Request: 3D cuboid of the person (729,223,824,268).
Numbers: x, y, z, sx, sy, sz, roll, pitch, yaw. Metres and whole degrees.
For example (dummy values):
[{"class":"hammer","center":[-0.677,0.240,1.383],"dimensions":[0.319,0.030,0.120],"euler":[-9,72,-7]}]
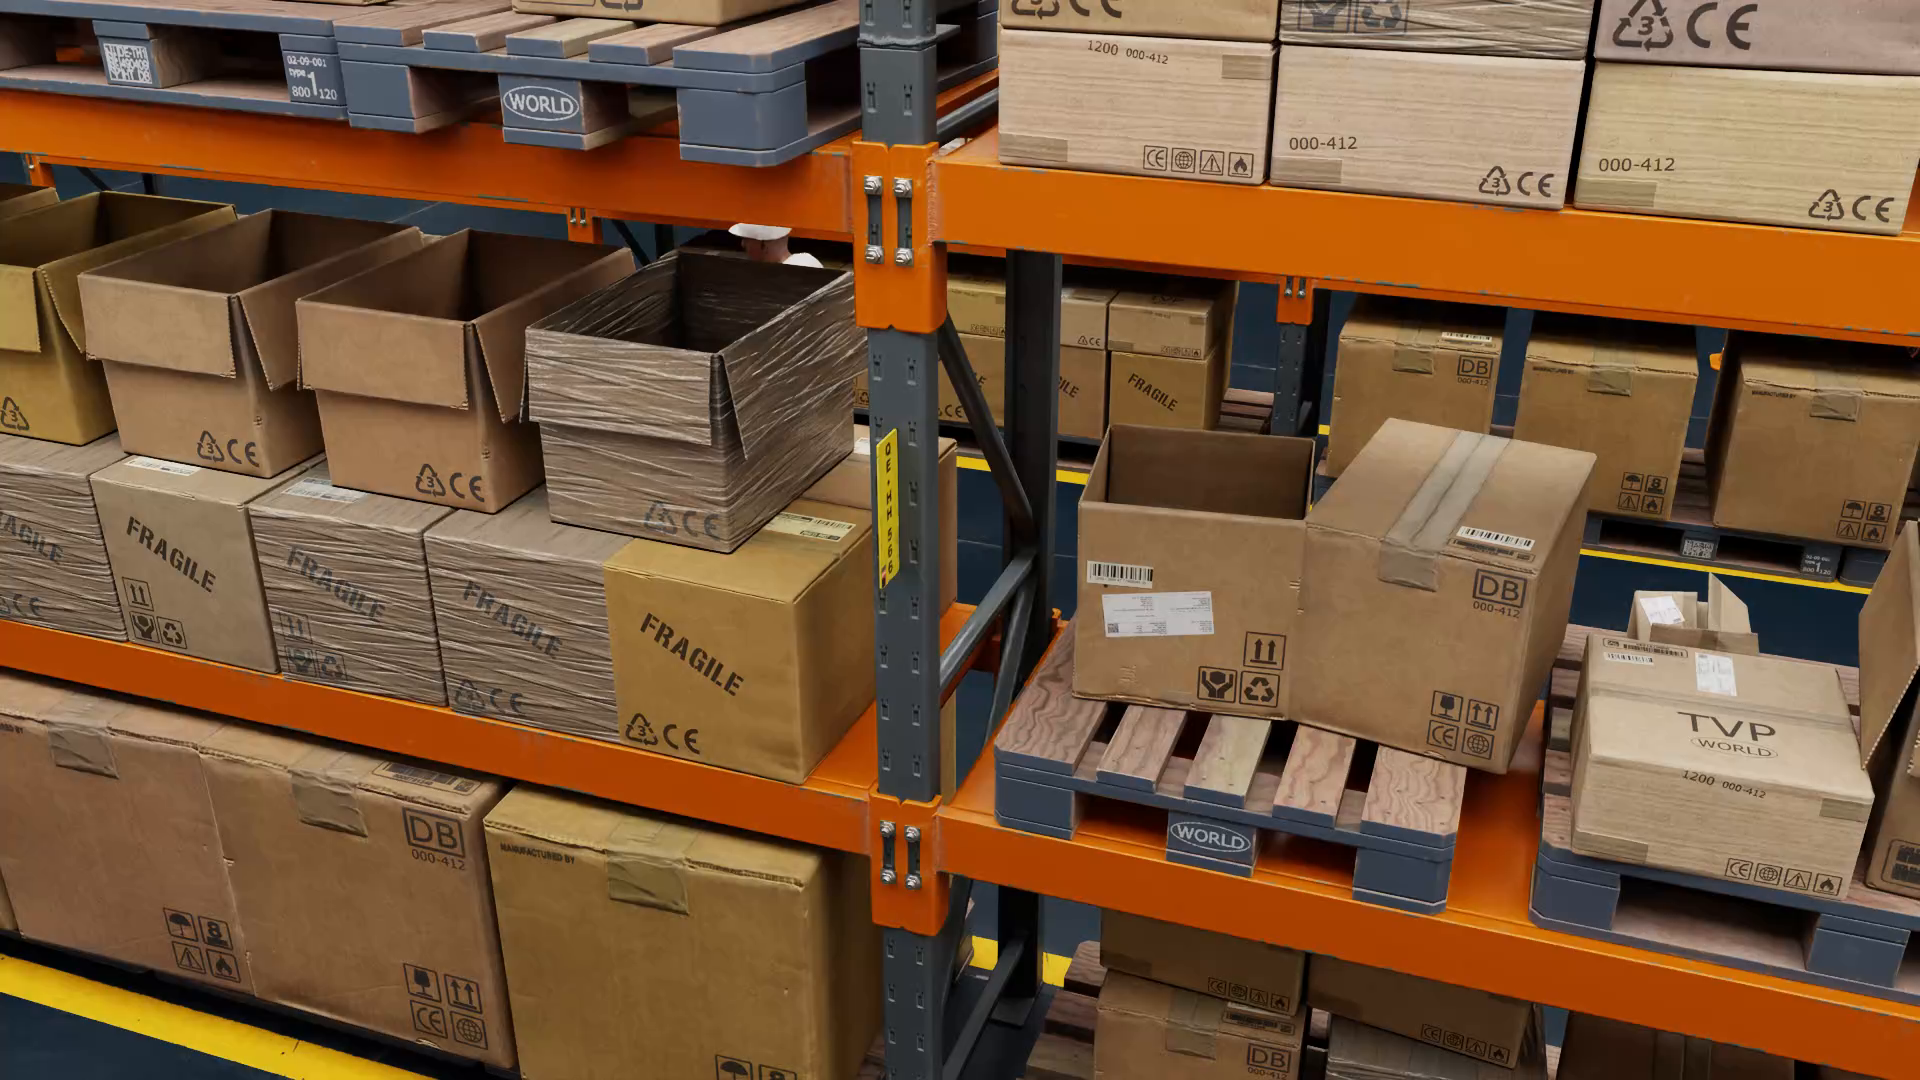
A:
[{"class":"person","center":[-0.765,-0.648,7.456],"dimensions":[0.453,1.774,0.621],"euler":[8,27,17]}]
